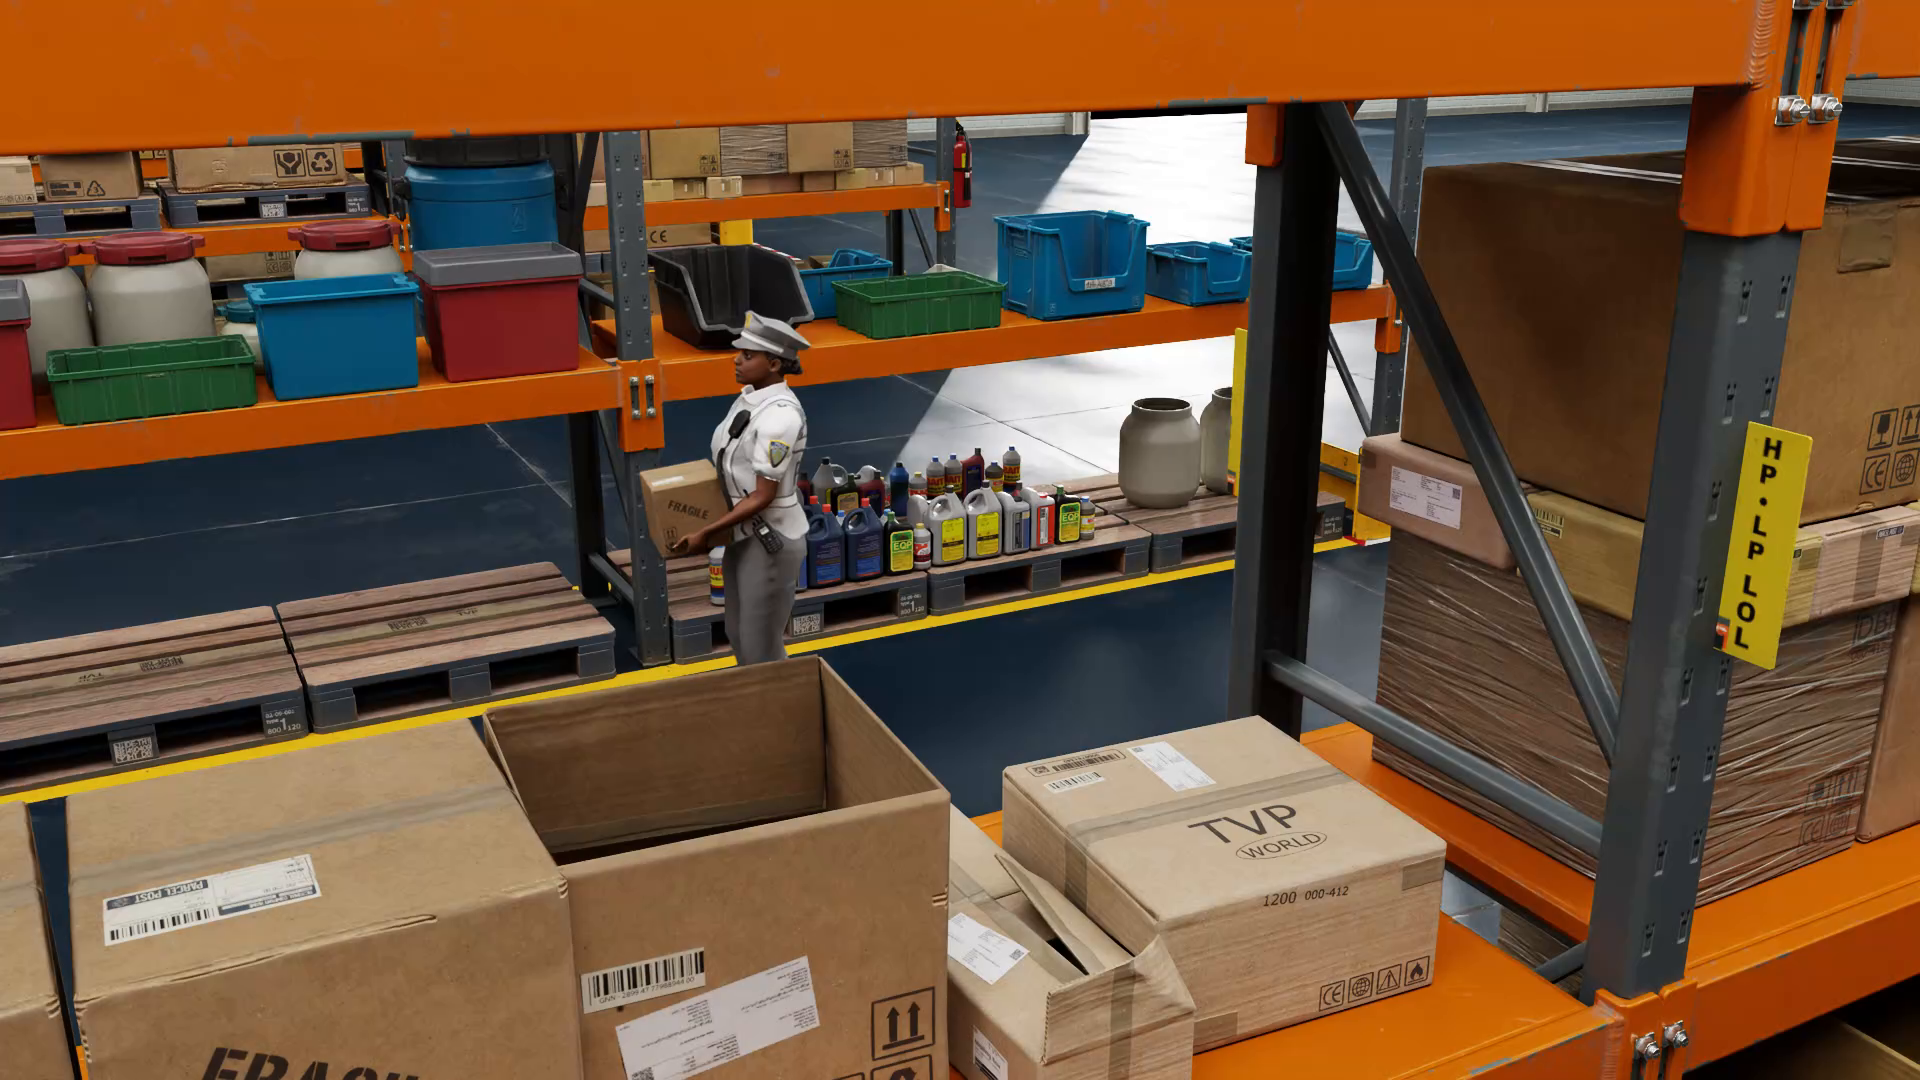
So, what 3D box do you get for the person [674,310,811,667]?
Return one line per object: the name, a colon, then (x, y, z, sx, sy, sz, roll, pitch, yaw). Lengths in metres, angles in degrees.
person: (-0.788, 0.011, 5.979, 0.532, 1.690, 0.450, -7, 20, -19)
